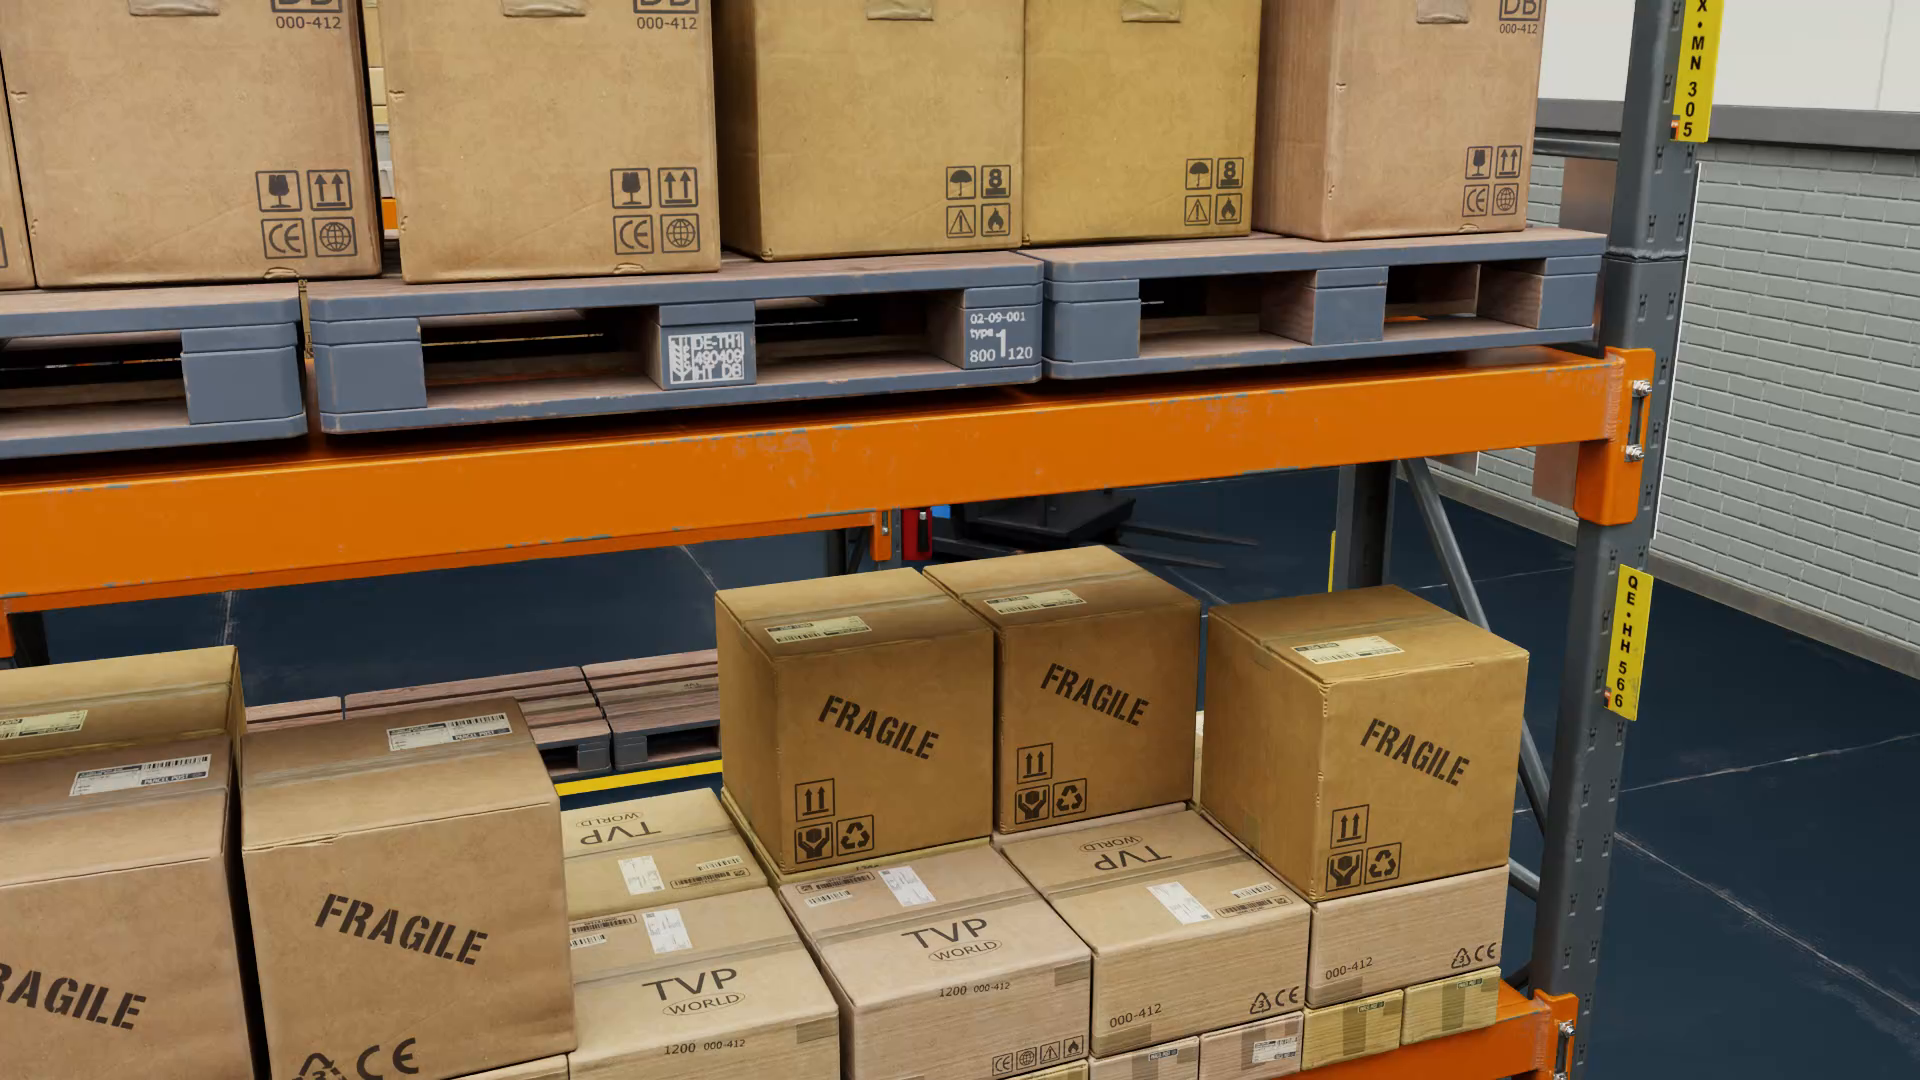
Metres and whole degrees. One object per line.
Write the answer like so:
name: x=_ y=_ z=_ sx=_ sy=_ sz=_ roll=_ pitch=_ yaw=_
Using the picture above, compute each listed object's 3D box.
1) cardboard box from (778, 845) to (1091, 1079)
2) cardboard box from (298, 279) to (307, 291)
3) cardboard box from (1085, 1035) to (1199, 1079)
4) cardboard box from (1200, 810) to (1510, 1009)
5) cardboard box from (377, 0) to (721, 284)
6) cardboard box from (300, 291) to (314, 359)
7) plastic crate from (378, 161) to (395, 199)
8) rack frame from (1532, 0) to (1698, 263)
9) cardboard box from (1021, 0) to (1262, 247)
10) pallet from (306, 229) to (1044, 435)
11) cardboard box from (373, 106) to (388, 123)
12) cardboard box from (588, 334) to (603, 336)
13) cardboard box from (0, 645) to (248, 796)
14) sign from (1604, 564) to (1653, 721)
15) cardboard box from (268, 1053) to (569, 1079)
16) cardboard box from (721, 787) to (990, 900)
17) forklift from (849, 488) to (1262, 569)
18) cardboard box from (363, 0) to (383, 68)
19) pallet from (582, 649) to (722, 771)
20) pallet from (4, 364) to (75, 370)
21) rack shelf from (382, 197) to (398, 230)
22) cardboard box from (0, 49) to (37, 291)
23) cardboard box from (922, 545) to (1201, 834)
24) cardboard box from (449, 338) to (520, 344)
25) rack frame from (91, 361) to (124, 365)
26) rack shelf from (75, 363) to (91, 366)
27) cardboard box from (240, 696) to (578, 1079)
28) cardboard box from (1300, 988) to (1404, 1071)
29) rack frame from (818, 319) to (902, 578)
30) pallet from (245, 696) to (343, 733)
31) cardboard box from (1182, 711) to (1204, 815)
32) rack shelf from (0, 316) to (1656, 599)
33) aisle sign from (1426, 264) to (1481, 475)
cardboard box: x=-0.063 y=0.895 z=3.467 sx=0.500 sy=0.250 sz=0.500 roll=-7 pitch=18 yaw=-22
cardboard box: x=-4.530 y=-2.064 z=11.852 sx=0.500 sy=0.500 sz=0.500 roll=-7 pitch=18 yaw=-22
cardboard box: x=0.317 y=1.064 z=3.597 sx=0.250 sy=0.149 sz=0.380 roll=-6 pitch=17 yaw=-19
cardboard box: x=0.886 y=0.792 z=3.815 sx=0.500 sy=0.250 sz=0.500 roll=-6 pitch=18 yaw=-21
cardboard box: x=-0.740 y=-0.752 z=2.912 sx=0.500 sy=0.500 sz=0.700 roll=-5 pitch=17 yaw=-18
cardboard box: x=-4.515 y=-1.589 z=12.009 sx=0.500 sy=0.500 sz=0.500 roll=-6 pitch=17 yaw=-20
plastic crate: x=-2.370 y=-1.598 z=7.360 sx=0.530 sy=0.136 sz=0.437 roll=-6 pitch=17 yaw=-20
rack frame: x=1.243 y=-2.134 z=3.395 sx=0.127 sy=3.000 sz=1.000 roll=-6 pitch=17 yaw=-20
cardboard box: x=0.208 y=-0.901 z=3.418 sx=0.500 sy=0.500 sz=0.700 roll=-7 pitch=18 yaw=-22
pallet: x=-0.587 y=-0.451 z=3.143 sx=1.213 sy=0.211 sz=1.003 roll=-6 pitch=17 yaw=-20
cardboard box: x=-4.089 y=-2.961 z=11.800 sx=0.500 sy=0.250 sz=0.500 roll=-6 pitch=17 yaw=-20
cardboard box: x=-2.619 y=-1.794 z=12.705 sx=0.500 sy=0.500 sz=0.500 roll=-6 pitch=17 yaw=-18
cardboard box: x=-1.689 y=0.551 z=3.306 sx=0.500 sy=0.500 sz=0.500 roll=-6 pitch=17 yaw=-20
sign: x=1.425 y=0.219 z=3.553 sx=0.005 sy=0.325 sz=0.100 roll=-6 pitch=17 yaw=-20
cardboard box: x=-1.011 y=0.996 z=3.122 sx=0.500 sy=0.250 sz=0.500 roll=-6 pitch=17 yaw=-19
cardboard box: x=-0.255 y=0.755 z=3.943 sx=0.500 sy=0.250 sz=0.500 roll=-7 pitch=18 yaw=-22
forklift: x=0.579 y=-1.312 z=11.362 sx=3.031 sy=2.935 sz=1.130 roll=10 pitch=19 yaw=30
cardboard box: x=-4.198 y=-3.641 z=11.897 sx=0.500 sy=0.500 sz=0.700 roll=-6 pitch=17 yaw=-20
pallet: x=-1.313 y=0.852 z=8.822 sx=1.213 sy=0.211 sz=1.003 roll=-6 pitch=17 yaw=-20
pallet: x=-6.818 y=-1.315 z=11.594 sx=1.213 sy=0.211 sz=1.003 roll=-6 pitch=17 yaw=-20
rack shelf: x=-2.396 y=-1.451 z=7.670 sx=4.000 sy=0.370 sz=1.077 roll=-6 pitch=17 yaw=-20
cardboard box: x=-1.782 y=-0.684 z=2.679 sx=0.500 sy=0.500 sz=0.700 roll=-7 pitch=18 yaw=-23
cardboard box: x=0.232 y=0.341 z=4.019 sx=0.500 sy=0.500 sz=0.500 roll=-7 pitch=18 yaw=-21
cardboard box: x=-3.570 y=-1.692 z=12.358 sx=0.500 sy=0.500 sz=0.500 roll=-6 pitch=17 yaw=-20
rack frame: x=-6.033 y=-1.459 z=11.744 sx=0.127 sy=3.000 sz=1.000 roll=-6 pitch=17 yaw=-20
rack shelf: x=-7.901 y=-0.912 z=11.158 sx=4.000 sy=0.370 sz=1.077 roll=-6 pitch=17 yaw=-20
cardboard box: x=-1.006 y=0.635 z=3.021 sx=0.500 sy=0.500 sz=0.500 roll=-7 pitch=18 yaw=-22
cardboard box: x=0.787 y=1.014 z=3.767 sx=0.250 sy=0.149 sz=0.380 roll=-6 pitch=17 yaw=-20
rack frame: x=-0.529 y=-0.559 z=8.678 sx=0.127 sy=3.000 sz=1.000 roll=-6 pitch=17 yaw=-20
pallet: x=-3.591 y=1.098 z=7.984 sx=1.213 sy=0.211 sz=1.003 roll=-6 pitch=17 yaw=-20
cardboard box: x=0.699 y=0.651 z=4.296 sx=0.500 sy=0.250 sz=0.500 roll=-7 pitch=18 yaw=-22
rack shelf: x=-0.624 y=-0.148 z=3.232 sx=4.000 sy=0.370 sz=1.077 roll=-6 pitch=17 yaw=-20
aisle sign: x=1.203 y=-0.589 z=4.167 sx=0.004 sy=0.787 sz=0.394 roll=-6 pitch=17 yaw=-20
